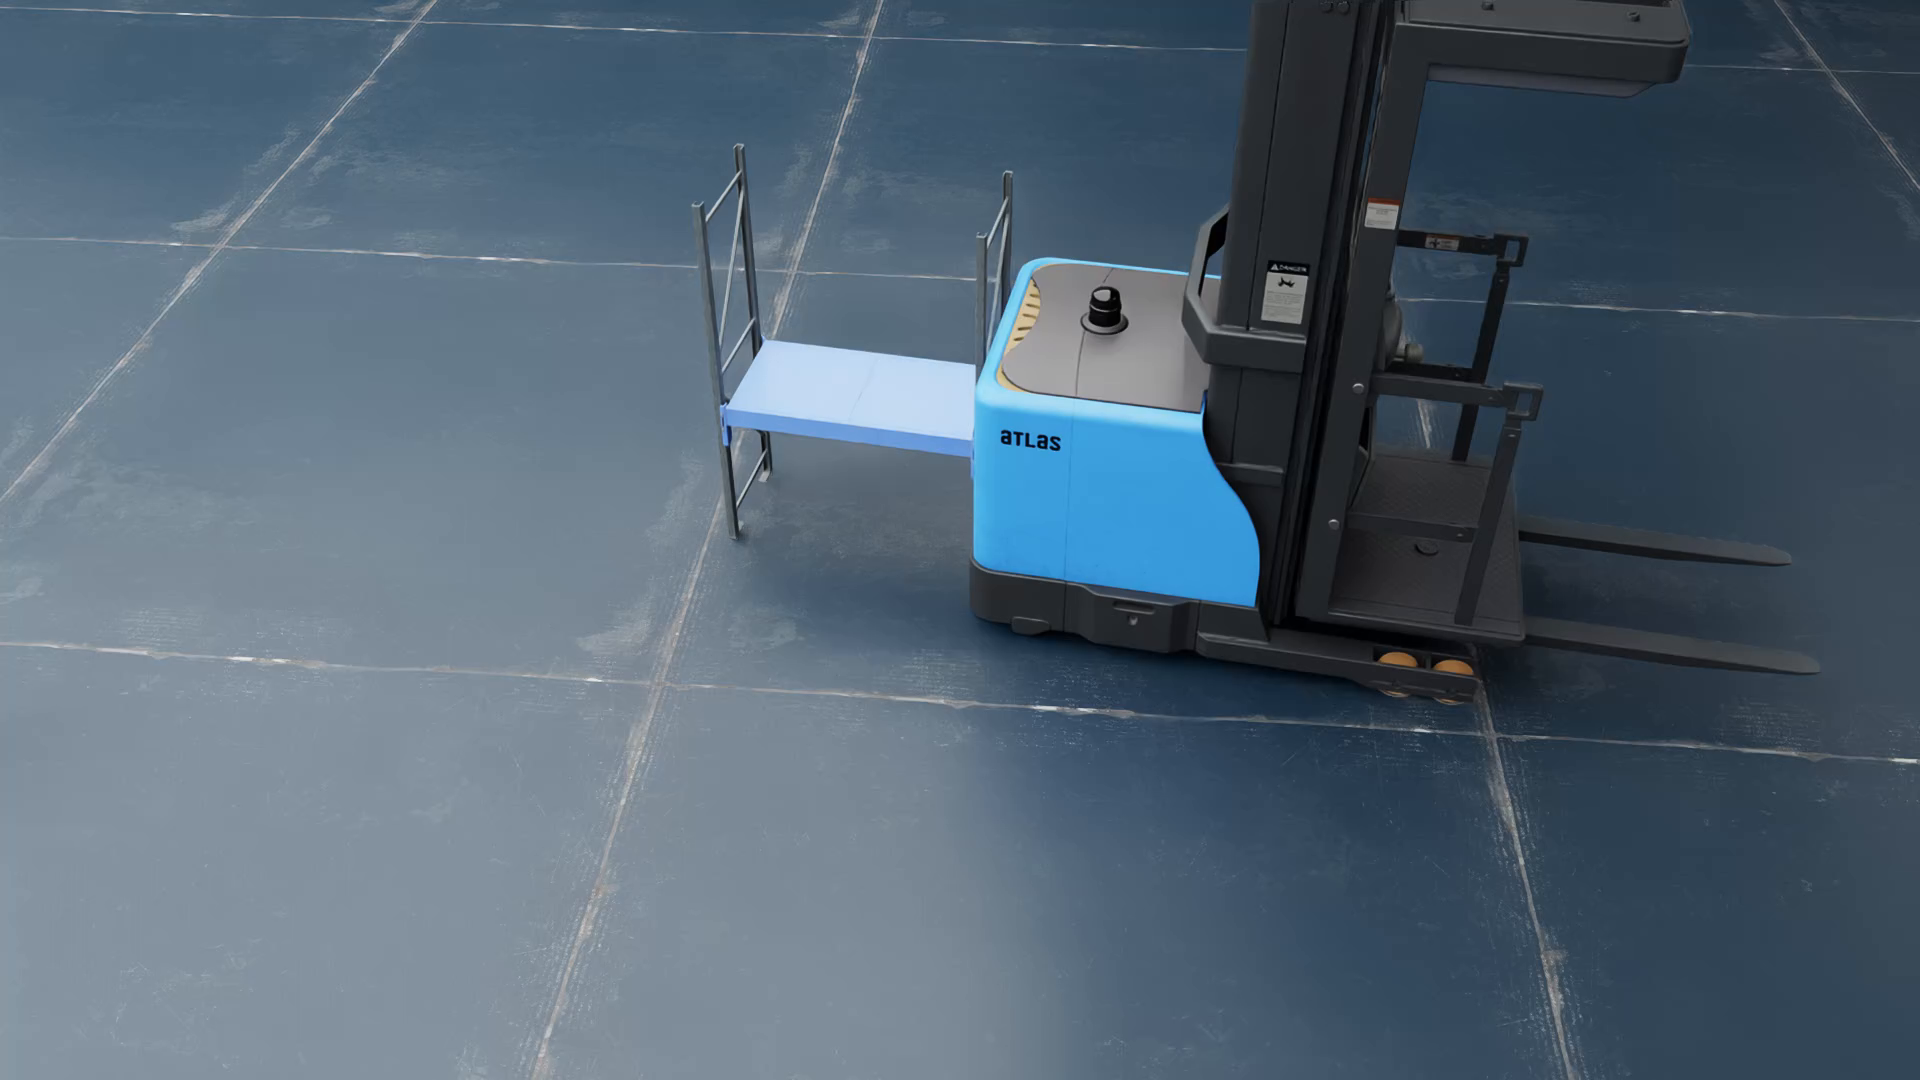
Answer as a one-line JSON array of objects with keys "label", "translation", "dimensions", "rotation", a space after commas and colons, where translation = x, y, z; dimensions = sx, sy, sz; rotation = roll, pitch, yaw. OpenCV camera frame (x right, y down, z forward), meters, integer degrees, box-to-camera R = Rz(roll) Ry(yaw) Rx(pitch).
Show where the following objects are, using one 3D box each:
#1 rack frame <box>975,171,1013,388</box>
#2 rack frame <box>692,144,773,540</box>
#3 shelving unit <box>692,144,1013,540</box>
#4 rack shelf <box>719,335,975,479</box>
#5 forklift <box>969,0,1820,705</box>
[{"label": "rack frame", "translation": [0.123, -0.599, 6.297], "dimensions": [0.032, 1.500, 0.500], "rotation": [8, 40, 10]}, {"label": "rack frame", "translation": [-0.869, -0.737, 6.468], "dimensions": [0.032, 1.500, 0.500], "rotation": [8, 40, 10]}, {"label": "shelving unit", "translation": [-0.373, -0.668, 6.383], "dimensions": [1.048, 1.500, 0.538], "rotation": [8, 40, 10]}, {"label": "rack shelf", "translation": [-0.373, -0.528, 6.496], "dimensions": [1.000, 0.185, 0.538], "rotation": [8, 40, 10]}, {"label": "forklift", "translation": [1.607, -0.909, 5.545], "dimensions": [3.031, 2.935, 1.130], "rotation": [8, 40, 10]}]
